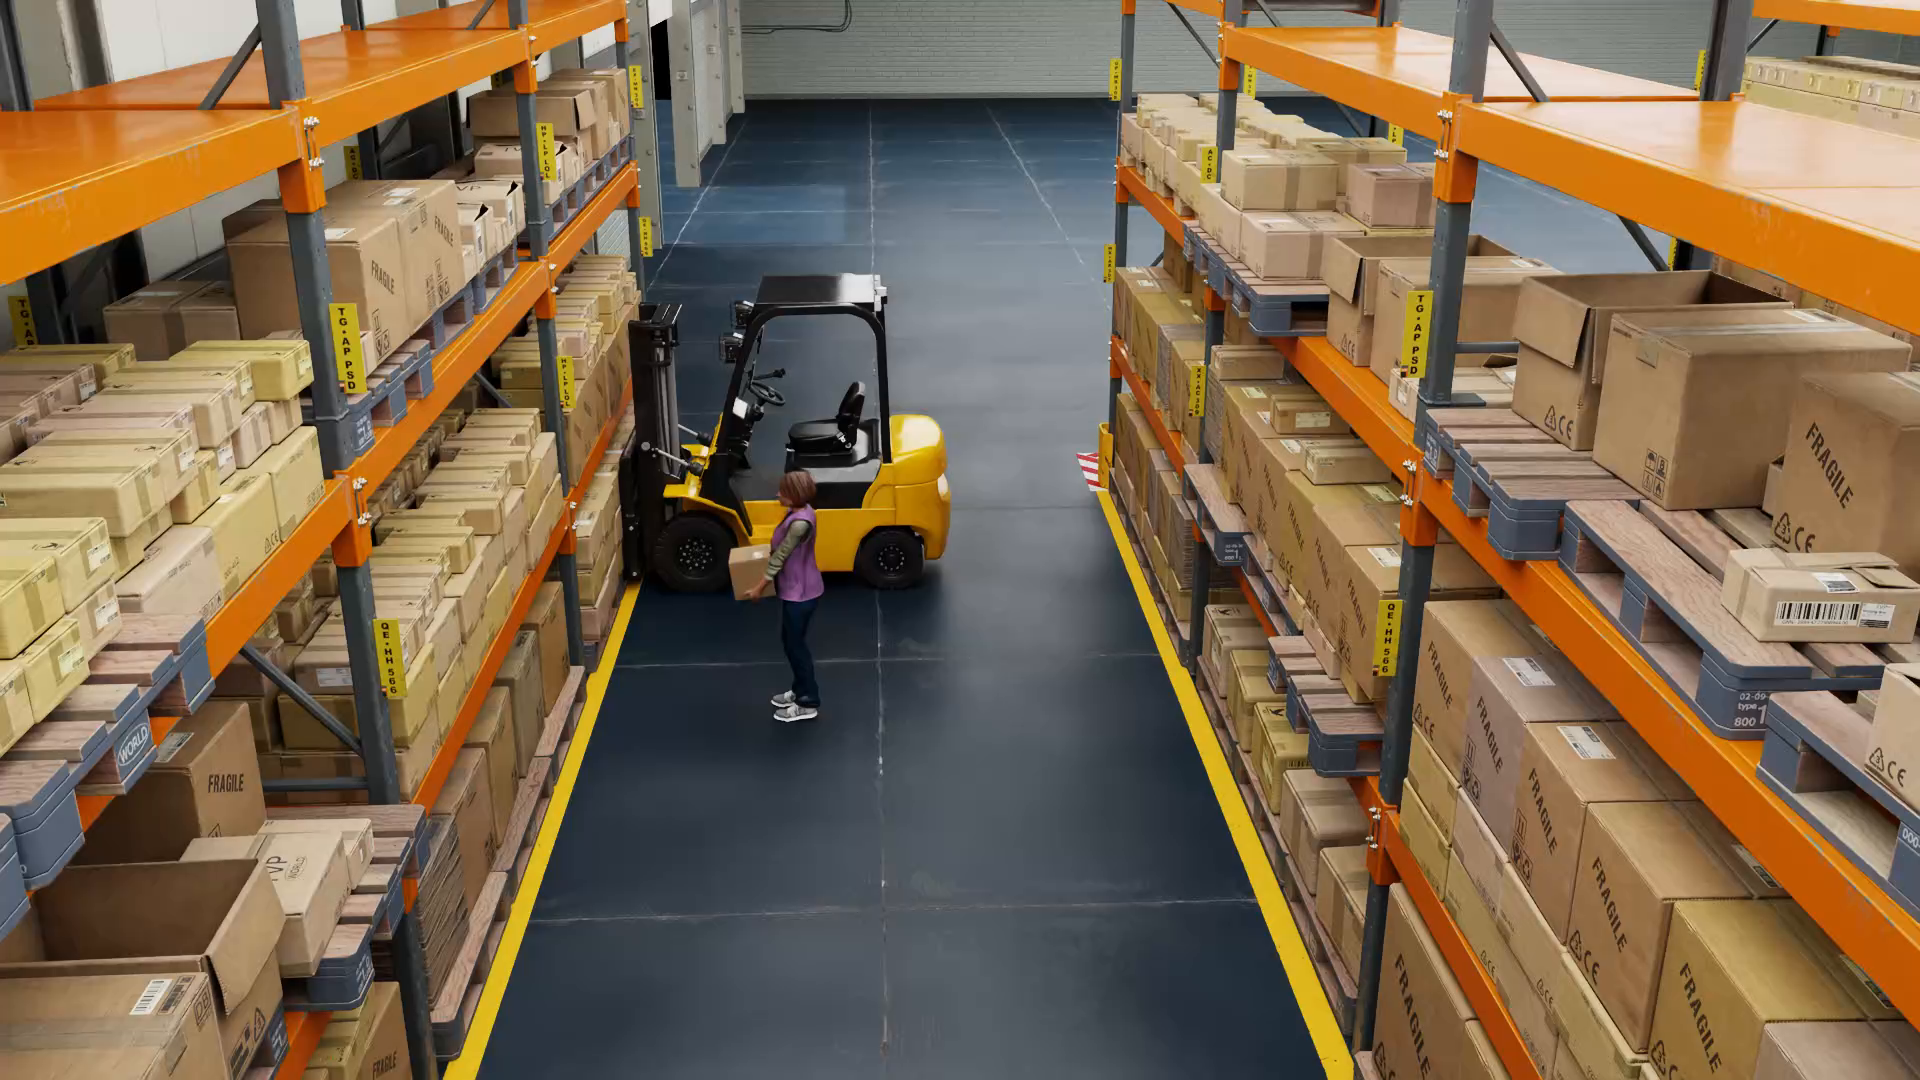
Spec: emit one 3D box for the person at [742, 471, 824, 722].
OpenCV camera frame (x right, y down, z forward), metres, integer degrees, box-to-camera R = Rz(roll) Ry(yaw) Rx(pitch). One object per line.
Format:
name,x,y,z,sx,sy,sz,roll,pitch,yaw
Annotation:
person,-1.081,0.337,10.208,0.499,1.599,0.375,-1,21,-3
